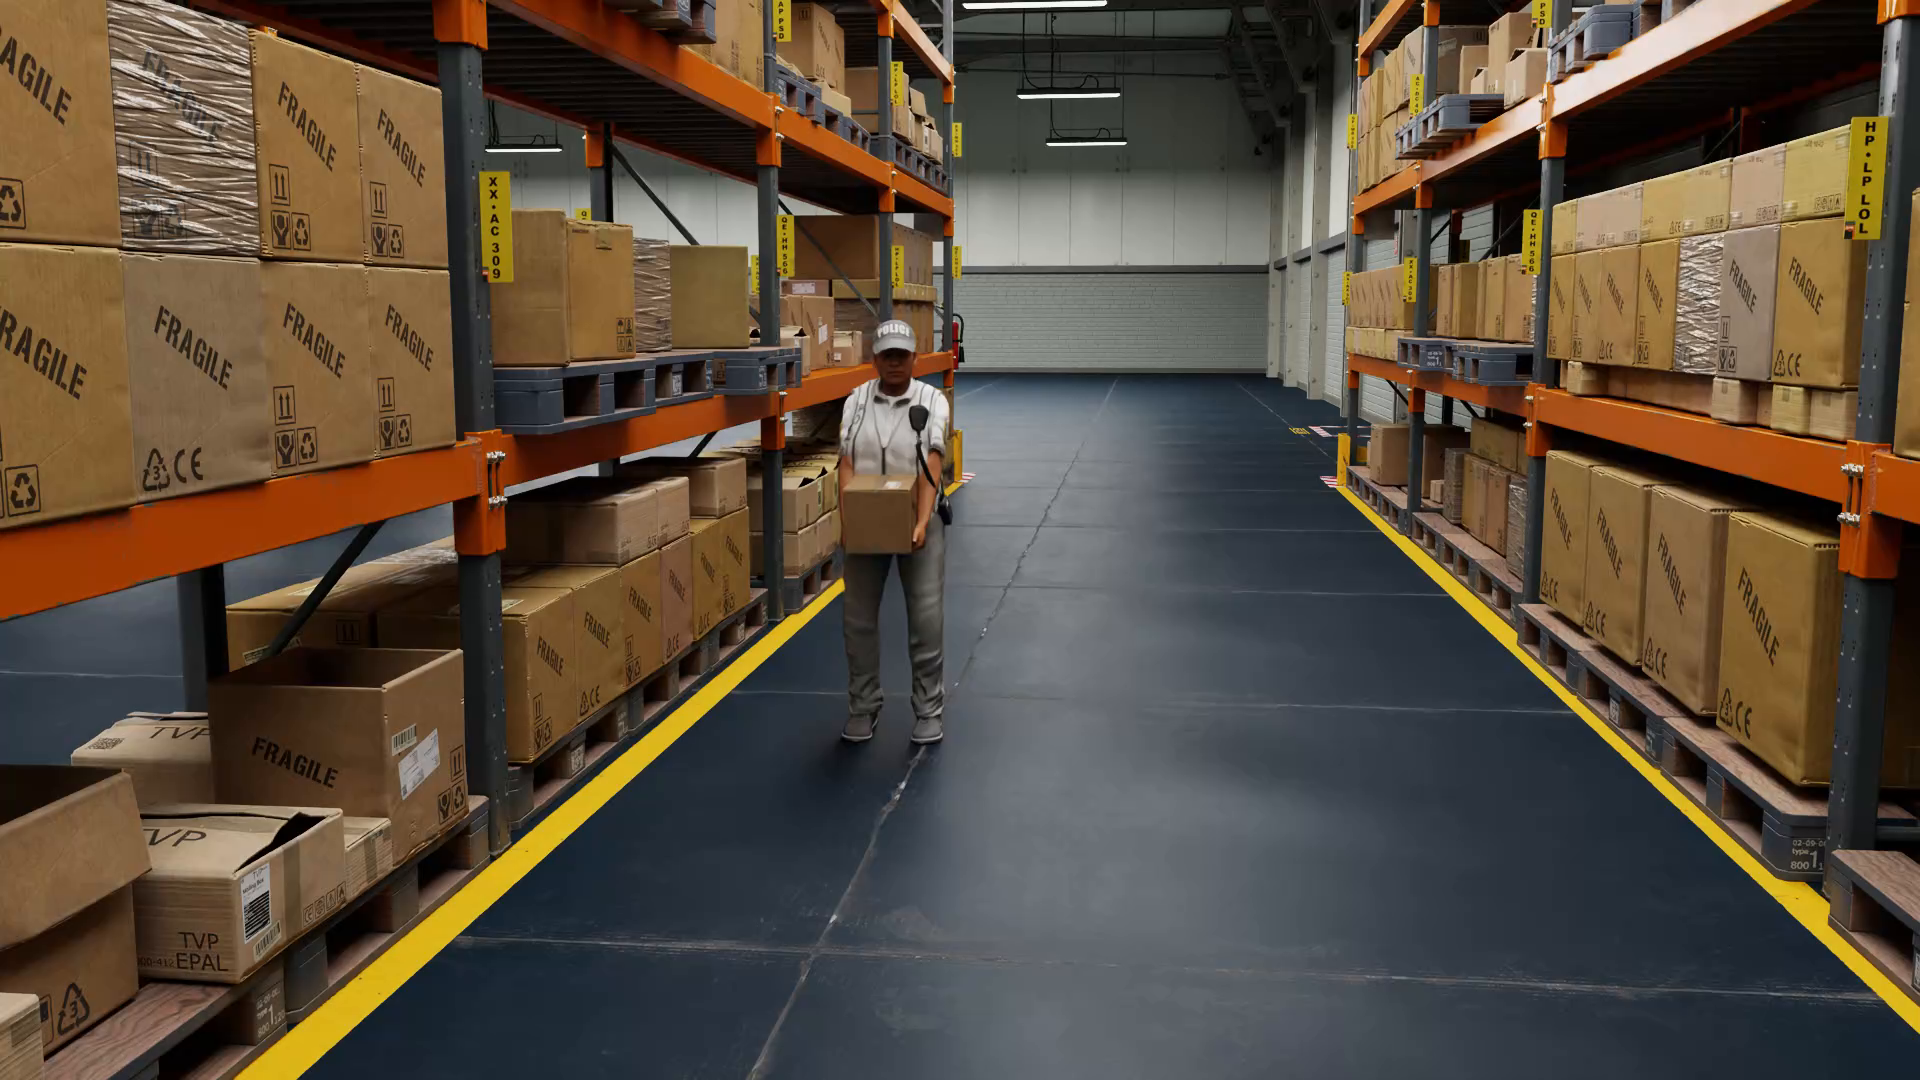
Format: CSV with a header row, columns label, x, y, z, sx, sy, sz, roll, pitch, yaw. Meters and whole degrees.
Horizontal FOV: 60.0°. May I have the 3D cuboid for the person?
label,x,y,z,sx,sy,sz,roll,pitch,yaw
person,-0.265,-0.025,6.533,0.452,1.660,0.560,1,8,6
